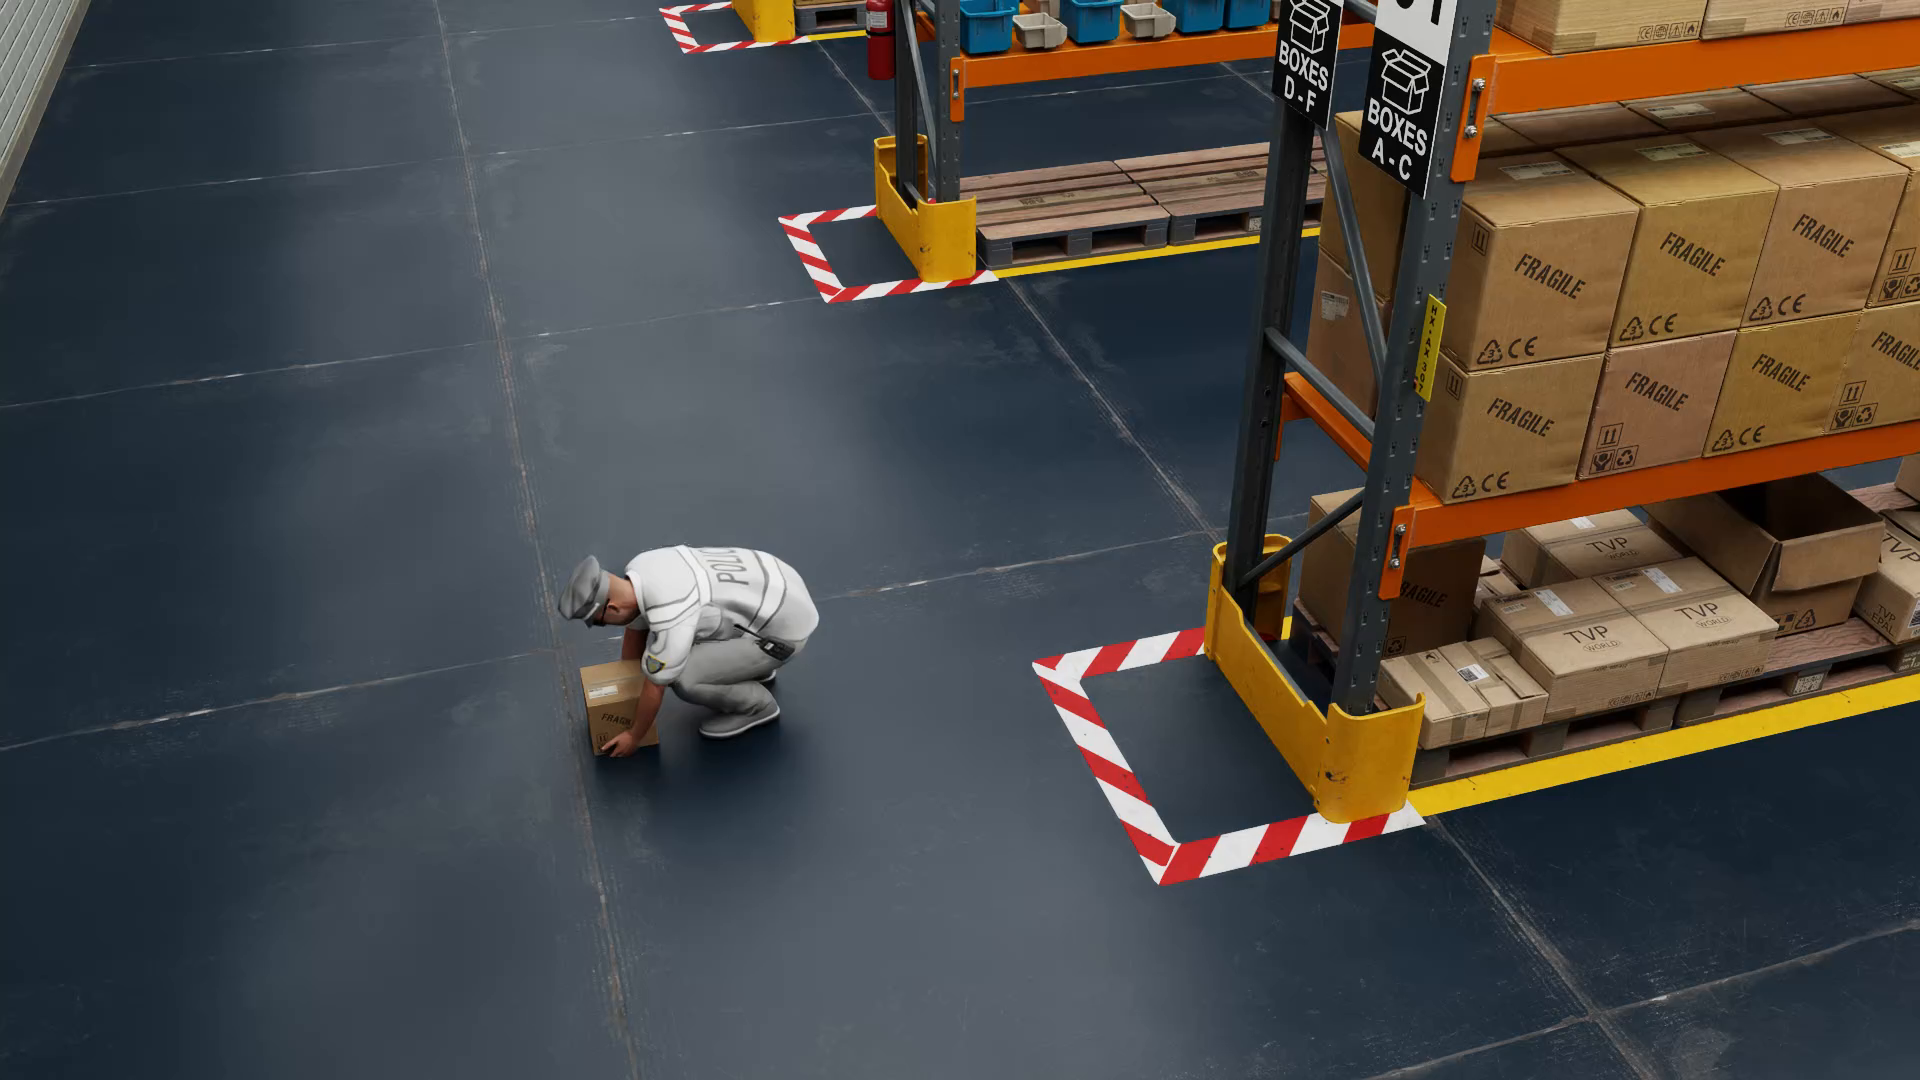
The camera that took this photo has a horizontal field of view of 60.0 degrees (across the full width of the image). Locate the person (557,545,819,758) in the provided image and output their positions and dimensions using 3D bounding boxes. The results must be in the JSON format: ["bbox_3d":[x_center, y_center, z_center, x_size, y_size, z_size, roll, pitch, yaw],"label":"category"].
[{"bbox_3d":[-1.037,0.374,6.449,0.974,0.898,0.548,-10,35,-15],"label":"person"}]
